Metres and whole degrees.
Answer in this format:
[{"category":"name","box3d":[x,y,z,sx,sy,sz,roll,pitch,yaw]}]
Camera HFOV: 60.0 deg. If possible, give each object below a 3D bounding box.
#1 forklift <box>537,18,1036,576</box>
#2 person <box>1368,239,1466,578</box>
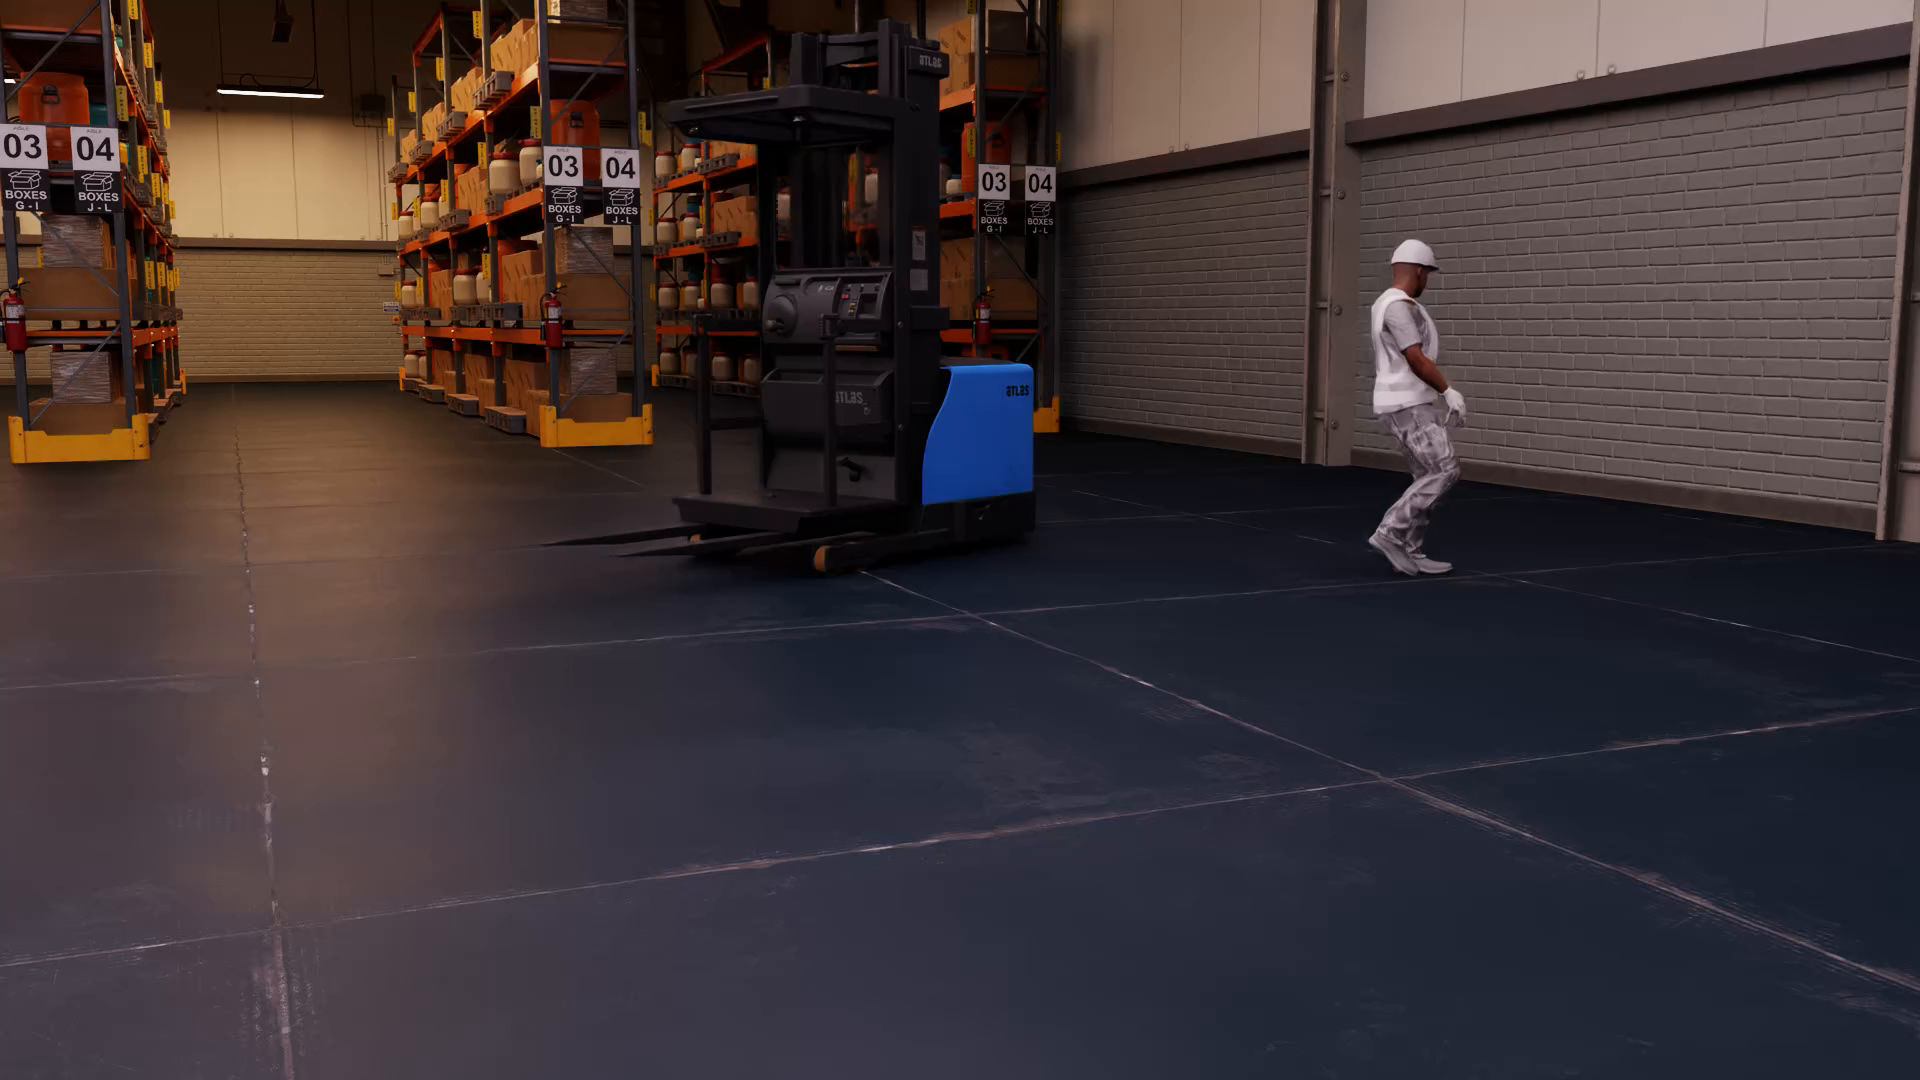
[{"category":"forklift","box3d":[-0.882,-1.338,9.085,1.130,2.935,3.031,6,10,40]},{"category":"person","box3d":[2.398,-0.696,8.753,0.492,1.746,0.802,2,8,15]}]
